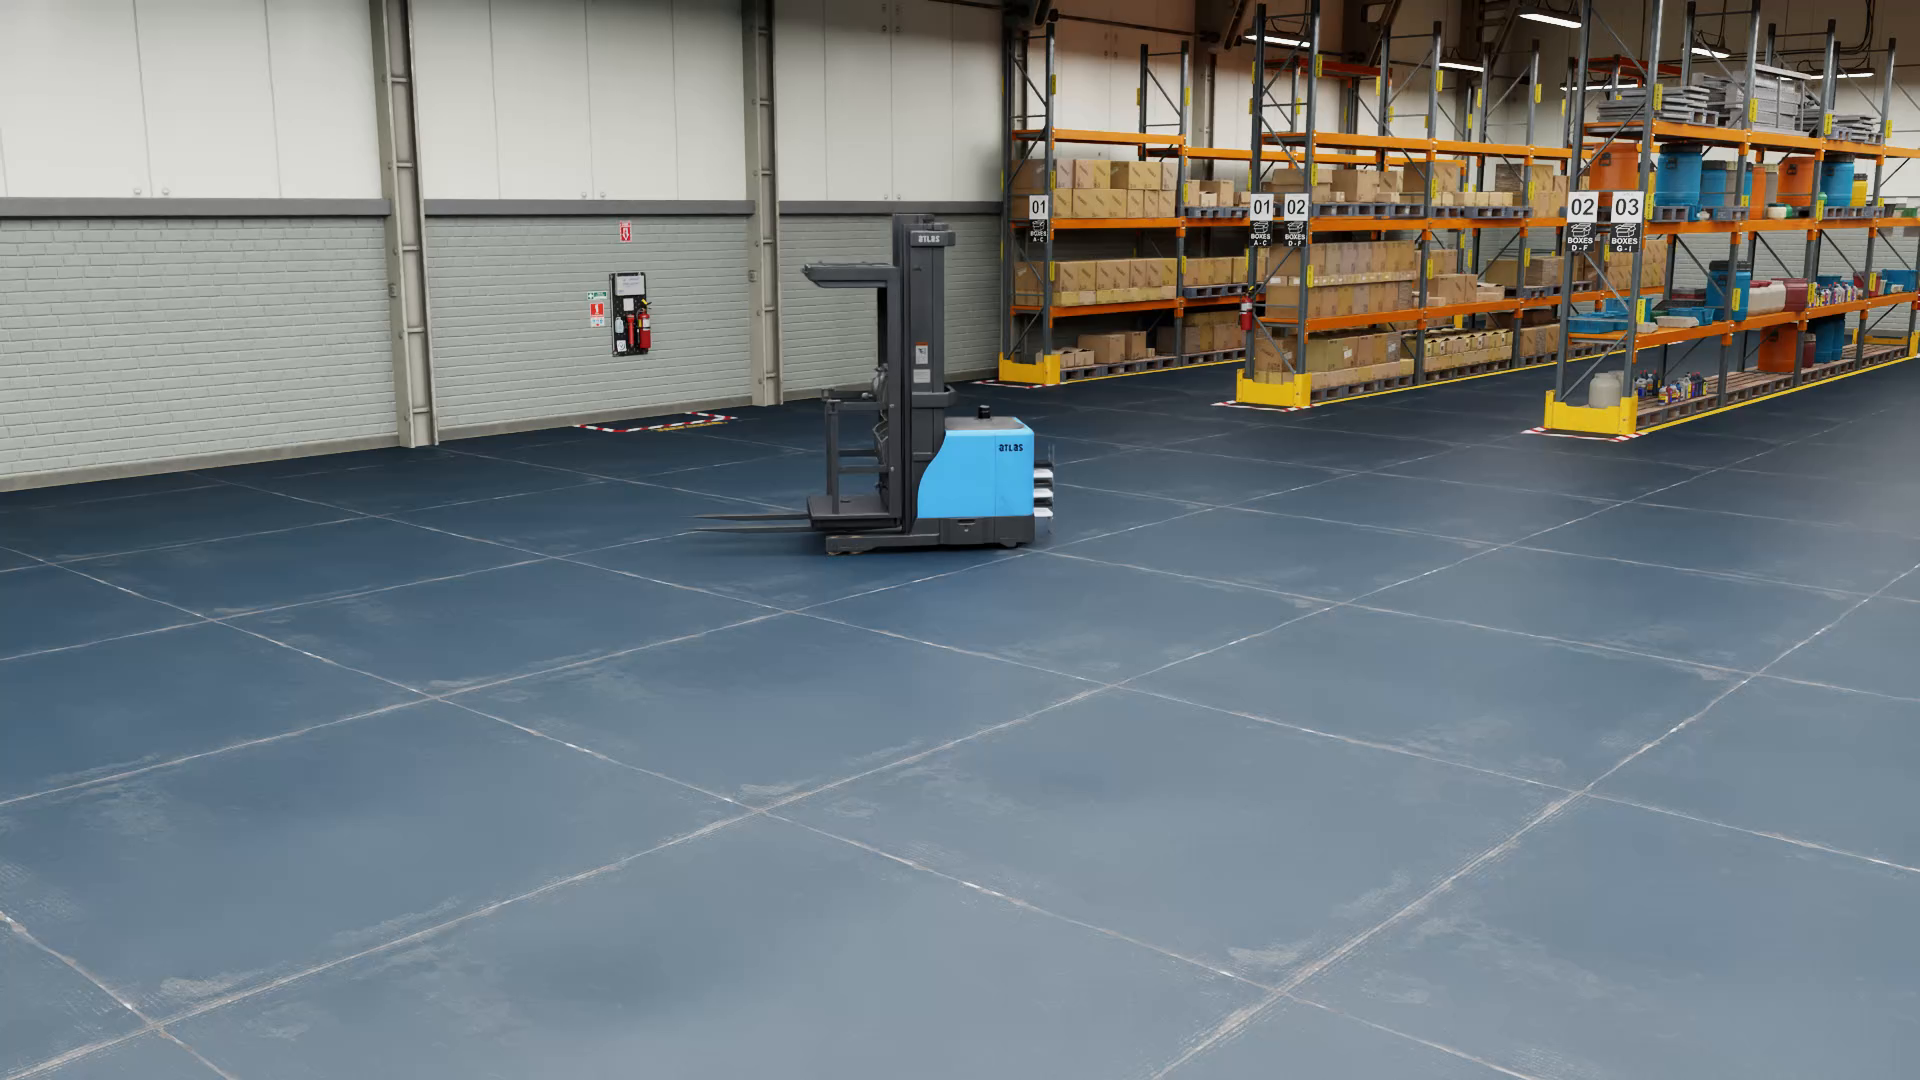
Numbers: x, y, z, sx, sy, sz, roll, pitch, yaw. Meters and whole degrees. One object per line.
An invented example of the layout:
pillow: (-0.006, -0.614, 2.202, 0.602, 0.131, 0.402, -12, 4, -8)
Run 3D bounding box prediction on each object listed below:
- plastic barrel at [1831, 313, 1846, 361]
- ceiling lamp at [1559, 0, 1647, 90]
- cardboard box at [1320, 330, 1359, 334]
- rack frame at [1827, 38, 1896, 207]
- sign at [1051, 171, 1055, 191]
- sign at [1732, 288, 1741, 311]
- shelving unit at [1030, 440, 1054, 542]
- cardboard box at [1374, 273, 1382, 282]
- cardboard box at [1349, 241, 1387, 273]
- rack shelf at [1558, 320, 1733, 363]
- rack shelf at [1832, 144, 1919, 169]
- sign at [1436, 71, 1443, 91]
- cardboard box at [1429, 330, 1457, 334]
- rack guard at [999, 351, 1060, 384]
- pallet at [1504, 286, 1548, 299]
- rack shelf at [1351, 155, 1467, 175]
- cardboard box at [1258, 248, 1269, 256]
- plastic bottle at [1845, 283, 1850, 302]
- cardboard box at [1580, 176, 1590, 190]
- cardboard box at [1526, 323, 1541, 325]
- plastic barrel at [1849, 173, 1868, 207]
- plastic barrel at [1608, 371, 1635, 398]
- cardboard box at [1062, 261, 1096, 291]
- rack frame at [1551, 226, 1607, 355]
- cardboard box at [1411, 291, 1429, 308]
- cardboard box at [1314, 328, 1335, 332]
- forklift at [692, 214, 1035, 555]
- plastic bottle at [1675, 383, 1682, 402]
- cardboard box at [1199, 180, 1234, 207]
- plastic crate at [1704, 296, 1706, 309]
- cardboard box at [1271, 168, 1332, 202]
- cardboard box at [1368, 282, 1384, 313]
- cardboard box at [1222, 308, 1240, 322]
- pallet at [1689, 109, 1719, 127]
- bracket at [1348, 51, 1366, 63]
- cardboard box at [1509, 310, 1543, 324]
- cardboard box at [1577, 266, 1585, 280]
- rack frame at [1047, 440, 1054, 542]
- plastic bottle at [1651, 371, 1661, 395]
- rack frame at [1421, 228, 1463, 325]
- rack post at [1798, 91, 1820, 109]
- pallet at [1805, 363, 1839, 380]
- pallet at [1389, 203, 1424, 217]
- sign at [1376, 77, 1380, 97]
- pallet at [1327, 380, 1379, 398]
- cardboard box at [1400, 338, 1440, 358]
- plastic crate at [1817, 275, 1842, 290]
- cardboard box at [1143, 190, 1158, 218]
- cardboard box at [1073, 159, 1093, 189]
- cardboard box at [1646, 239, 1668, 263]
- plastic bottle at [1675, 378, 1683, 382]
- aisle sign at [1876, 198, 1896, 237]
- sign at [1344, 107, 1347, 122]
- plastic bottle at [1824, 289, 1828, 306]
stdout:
plastic barrel: (16.152, -3.823, 31.019, 0.600, 0.901, 0.708, 10, 15, 40)
ceiling lamp: (15.391, -12.466, 39.787, 2.000, 3.185, 0.800, 10, 15, 40)
cardboard box: (6.323, -3.239, 27.839, 0.500, 0.500, 0.500, 10, 15, 40)
rack frame: (16.524, -7.666, 30.657, 1.000, 3.000, 0.127, 10, 15, 40)
sign: (1.568, -6.069, 28.087, 0.100, 0.325, 0.005, 10, 15, 40)
sign: (11.649, -3.610, 24.960, 0.100, 0.325, 0.005, 10, 15, 40)
shelving unit: (0.728, -0.448, 15.194, 0.210, 0.900, 0.258, -1, 11, -7)
cardboard box: (6.667, -4.301, 27.214, 0.380, 0.149, 0.250, 10, 15, 42)
cardboard box: (6.573, -4.659, 27.351, 0.700, 0.500, 0.500, 10, 15, 40)
rack shelf: (9.923, -2.900, 23.948, 1.077, 0.370, 4.000, 10, 15, 40)
rack shelf: (17.844, -7.411, 32.239, 1.077, 0.370, 4.000, 10, 15, 40)
sign: (7.925, -7.590, 27.488, 0.100, 0.325, 0.005, 10, 15, 40)
cardboard box: (8.920, -3.717, 30.718, 0.500, 0.311, 0.500, 9, 15, 39)
rack guard: (1.211, -3.025, 29.119, 1.175, 0.500, 0.348, 10, 15, 40)
pallet: (10.560, -4.791, 32.070, 1.213, 0.211, 1.003, 10, 15, 40)
rack shelf: (10.402, -8.692, 38.653, 1.077, 0.370, 4.000, 10, 15, 40)
cardboard box: (6.236, -5.945, 34.321, 0.380, 0.149, 0.250, 7, 14, 33)
plastic bottle: (16.163, -4.522, 30.360, 0.144, 0.351, 0.185, 10, 15, 40)
cardboard box: (12.418, -7.076, 33.775, 0.600, 0.600, 0.600, 8, 14, 35)
cardboard box: (11.290, -4.089, 33.321, 0.500, 0.500, 0.500, 9, 14, 38)
plastic barrel: (16.074, -6.333, 30.087, 0.600, 0.588, 0.600, 0, 11, 0)
plastic barrel: (9.310, -2.125, 23.511, 0.421, 0.512, 0.421, 0, 11, 0)
cardboard box: (2.035, -4.646, 29.272, 0.500, 0.500, 0.500, 10, 15, 41)
rack frame: (12.805, -5.365, 34.453, 1.000, 3.000, 0.127, 10, 15, 40)
cardboard box: (7.817, -4.193, 28.966, 0.500, 0.250, 0.500, 11, 16, 44)
cardboard box: (7.608, -4.788, 35.978, 0.750, 0.750, 0.750, 10, 15, 40)
forklift: (-0.890, -1.415, 14.849, 3.031, 2.935, 1.130, -1, 11, -7)
plastic bottle: (10.459, -2.158, 24.238, 0.097, 0.271, 0.097, 0, 11, 0)
cardboard box: (5.036, -6.806, 32.679, 0.500, 0.500, 0.500, 9, 14, 38)
plastic crate: (11.737, -3.742, 26.367, 0.392, 0.384, 0.575, 10, 15, 40)
cardboard box: (5.267, -5.480, 25.676, 0.637, 0.503, 0.797, -11, 16, -44)
cardboard box: (6.559, -4.019, 27.460, 0.700, 0.500, 0.500, 10, 15, 41)
cardboard box: (5.582, -4.586, 33.896, 0.500, 0.250, 0.500, 10, 15, 41)
pallet: (9.914, -5.895, 23.293, 1.003, 0.211, 1.213, 10, 15, 40)
bracket: (8.887, -10.820, 37.257, 0.235, 0.232, 0.430, 10, 15, 40)
cardboard box: (11.312, -4.462, 33.277, 0.500, 0.250, 0.500, 9, 15, 39)
cardboard box: (12.943, -5.521, 34.978, 0.500, 0.500, 0.500, 10, 15, 41)
rack frame: (0.829, -0.450, 15.207, 0.006, 0.900, 0.240, -1, 11, -7)
plastic bottle: (10.507, -2.380, 25.148, 0.144, 0.351, 0.185, 10, 15, 40)
rack frame: (11.722, -6.594, 40.604, 1.000, 3.000, 0.127, 10, 15, 40)
rack post: (14.324, -7.458, 28.297, 0.624, 0.289, 0.986, 10, 15, 40)
pallet: (15.178, -3.068, 30.073, 1.003, 0.211, 1.213, 10, 15, 40)
pallet: (6.981, -5.487, 27.630, 1.003, 0.211, 1.213, 10, 15, 40)
sign: (7.109, -7.695, 28.216, 0.100, 0.325, 0.005, 10, 15, 40)
pallet: (6.163, -2.529, 27.372, 1.003, 0.211, 1.213, 10, 15, 40)
cardboard box: (7.984, -3.349, 28.877, 0.500, 0.311, 0.500, 10, 15, 41)
plastic crate: (16.576, -4.859, 31.805, 0.392, 0.384, 0.575, 10, 15, 40)
cardboard box: (3.310, -6.179, 30.562, 0.500, 0.500, 0.500, 8, 14, 36)
cardboard box: (1.966, -6.352, 28.878, 0.500, 0.500, 0.500, 10, 15, 40)
cardboard box: (15.359, -6.392, 36.786, 0.500, 0.500, 0.500, 10, 15, 40)
plastic bottle: (10.780, -2.282, 24.850, 0.152, 0.276, 0.135, 10, 15, 40)
aisle sign: (18.989, -6.636, 34.181, 0.394, 0.787, 0.004, 10, 15, 40)
sign: (8.681, -9.558, 37.340, 0.100, 0.325, 0.005, 10, 15, 40)
plastic bottle: (15.209, -4.264, 29.240, 0.061, 0.283, 0.133, 10, 15, 40)
